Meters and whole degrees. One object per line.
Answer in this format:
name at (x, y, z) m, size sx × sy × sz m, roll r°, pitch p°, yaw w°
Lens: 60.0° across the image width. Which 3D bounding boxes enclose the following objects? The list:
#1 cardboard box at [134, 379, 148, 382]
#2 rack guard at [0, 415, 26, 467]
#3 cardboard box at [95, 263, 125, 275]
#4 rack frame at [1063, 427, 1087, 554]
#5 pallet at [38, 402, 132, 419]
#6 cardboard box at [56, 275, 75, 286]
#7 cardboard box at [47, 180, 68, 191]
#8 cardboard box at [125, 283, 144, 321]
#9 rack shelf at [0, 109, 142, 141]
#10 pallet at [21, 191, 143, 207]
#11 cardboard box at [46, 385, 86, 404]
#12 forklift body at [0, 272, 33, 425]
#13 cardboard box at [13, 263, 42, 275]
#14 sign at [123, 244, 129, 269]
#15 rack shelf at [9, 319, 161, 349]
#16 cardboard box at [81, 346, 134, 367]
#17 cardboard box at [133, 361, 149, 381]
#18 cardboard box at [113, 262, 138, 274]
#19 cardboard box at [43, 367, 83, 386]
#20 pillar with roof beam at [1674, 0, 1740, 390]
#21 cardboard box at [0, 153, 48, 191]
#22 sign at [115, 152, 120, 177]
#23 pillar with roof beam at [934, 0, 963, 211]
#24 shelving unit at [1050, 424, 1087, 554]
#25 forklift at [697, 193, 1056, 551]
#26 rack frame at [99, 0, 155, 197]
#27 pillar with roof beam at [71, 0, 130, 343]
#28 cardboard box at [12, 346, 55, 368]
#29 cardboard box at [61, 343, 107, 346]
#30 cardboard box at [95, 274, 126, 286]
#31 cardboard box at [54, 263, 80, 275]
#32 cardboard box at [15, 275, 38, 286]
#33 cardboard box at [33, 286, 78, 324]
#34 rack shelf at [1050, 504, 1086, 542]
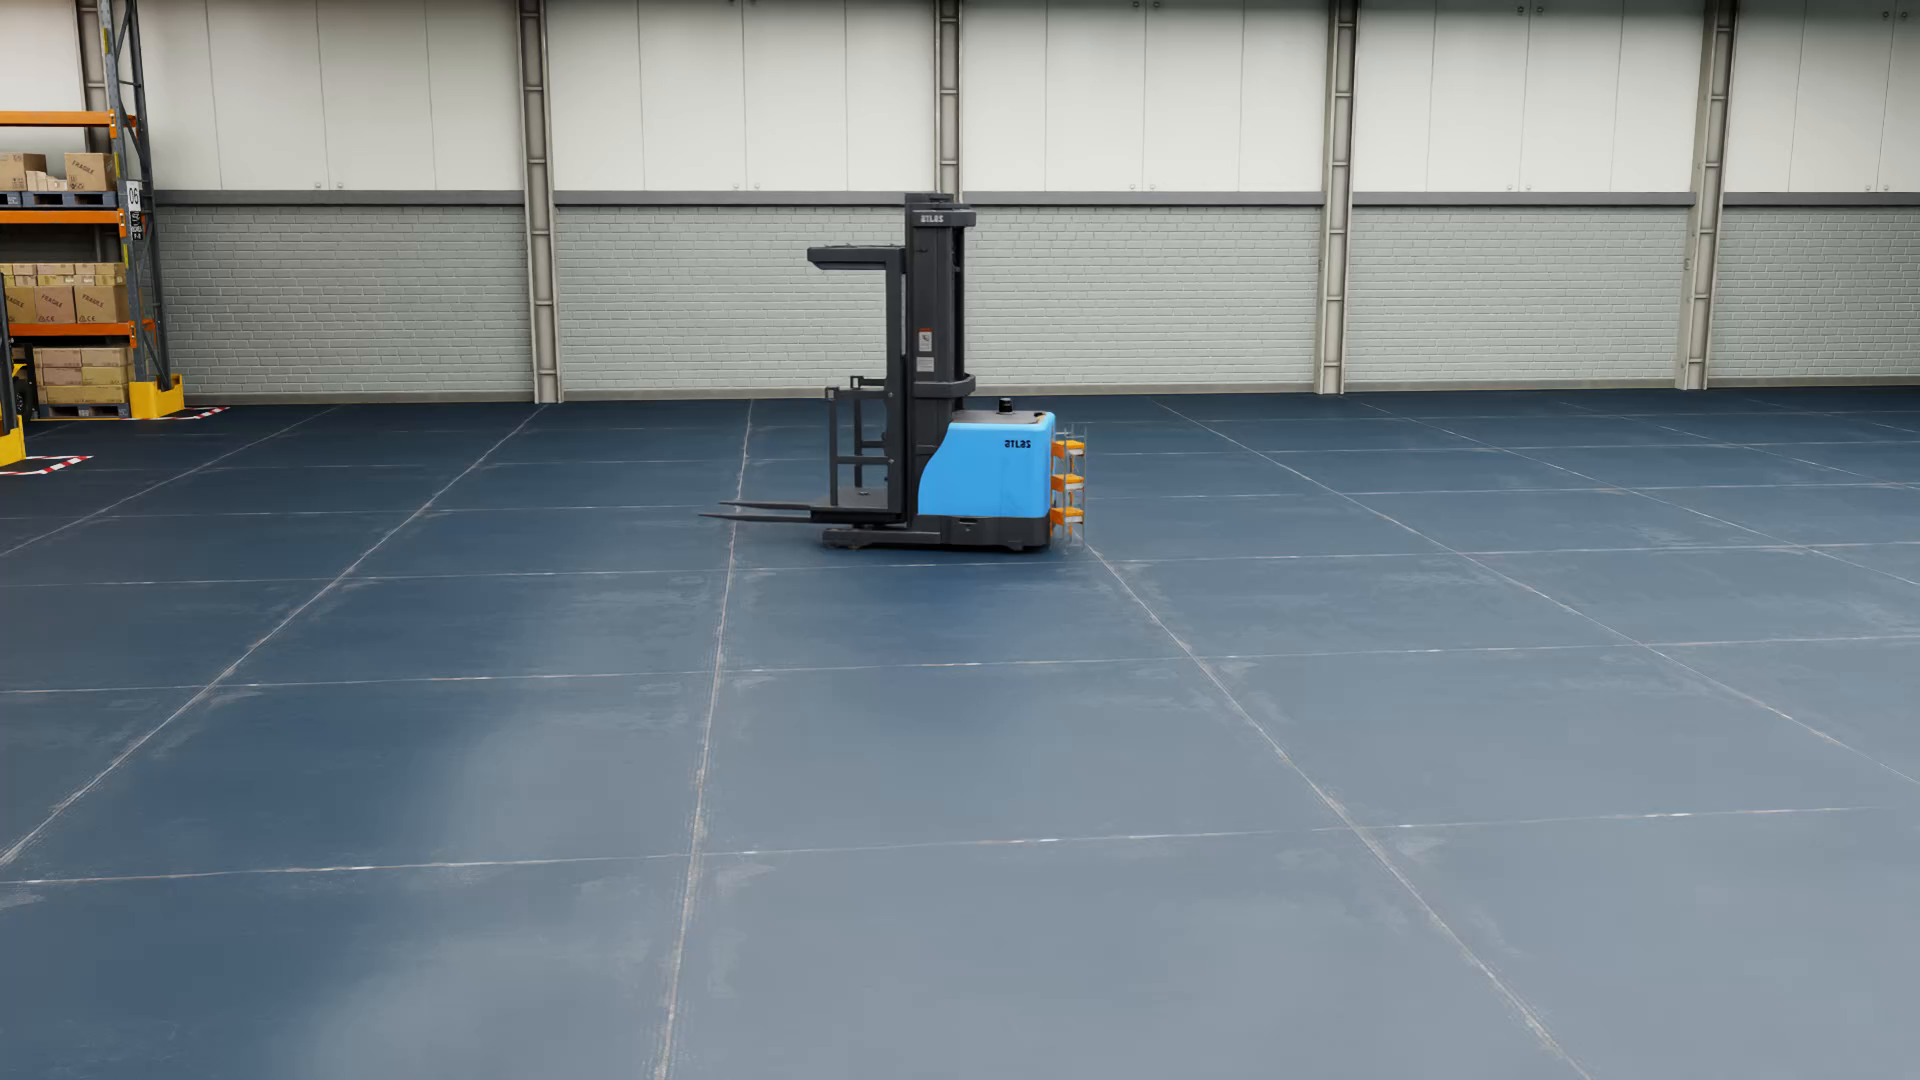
cardboard box at (-11.823, -2.137, 23.501) m, size 0.500 × 0.250 × 0.500 m, roll -1°, pitch 11°, yaw -6°
rack guard at (-10.850, -1.073, 18.529) m, size 0.348 × 0.500 × 1.175 m, roll -1°, pitch 11°, yaw -6°
cardboard box at (-11.647, -3.718, 22.793) m, size 0.250 × 0.149 × 0.380 m, roll -1°, pitch 11°, yaw -6°
rack frame at (0.945, -0.404, 13.702) m, size 0.200 × 1.050 × 0.008 m, roll -5°, pitch 12°, yaw -22°
pallet at (-12.070, -1.861, 23.285) m, size 1.213 × 0.211 × 1.003 m, roll -1°, pitch 11°, yaw -6°
cardboard box at (-12.144, -3.555, 22.732) m, size 0.250 × 0.149 × 0.380 m, roll -1°, pitch 11°, yaw -5°
cardboard box at (-12.105, -4.781, 22.439) m, size 0.250 × 0.149 × 0.380 m, roll -2°, pitch 11°, yaw -8°
cardboard box at (-11.836, -3.345, 23.347) m, size 0.500 × 0.500 × 0.500 m, roll -1°, pitch 11°, yaw -4°
rack shelf at (-13.302, -5.606, 22.455) m, size 4.000 × 0.370 × 1.077 m, roll -1°, pitch 11°, yaw -6°
pallet at (-12.020, -4.672, 22.807) m, size 1.213 × 0.211 × 1.003 m, roll -1°, pitch 11°, yaw -6°
cardboard box at (-12.242, -2.031, 22.961) m, size 0.500 × 0.250 × 0.500 m, roll -1°, pitch 11°, yaw -6°
forklift body at (-13.002, -2.447, 21.239) m, size 1.214 × 2.155 × 2.313 m, roll -1°, pitch 11°, yaw -6°
cardboard box at (-12.649, -3.679, 22.593) m, size 0.250 × 0.149 × 0.380 m, roll -1°, pitch 11°, yaw -5°
sign at (-11.269, -3.833, 22.473) m, size 0.005 × 0.325 × 0.100 m, roll -1°, pitch 11°, yaw -6°
rack shelf at (-13.302, -2.858, 22.995) m, size 4.000 × 0.370 × 1.077 m, roll -1°, pitch 11°, yaw -6°
cardboard box at (-11.738, -2.531, 22.913) m, size 0.500 × 0.250 × 0.500 m, roll -1°, pitch 11°, yaw -4°
cardboard box at (-11.804, -2.385, 23.467) m, size 0.500 × 0.250 × 0.500 m, roll -1°, pitch 11°, yaw -5°
cardboard box at (-11.671, -3.800, 23.210) m, size 0.250 × 0.149 × 0.380 m, roll -1°, pitch 11°, yaw -7°
cardboard box at (-12.264, -2.277, 22.915) m, size 0.500 × 0.250 × 0.500 m, roll -1°, pitch 11°, yaw -7°
pillar with roof beam at (12.221, -6.029, 21.708) m, size 0.400 × 9.000 × 9.100 m, roll -1°, pitch 11°, yaw -6°
cardboard box at (-12.757, -4.971, 22.493) m, size 0.500 × 0.500 × 0.700 m, roll -1°, pitch 11°, yaw -6°
sign at (-11.269, -5.016, 22.240) m, size 0.005 × 0.325 × 0.100 m, roll -1°, pitch 11°, yaw -6°
pillar with roof beam at (0.291, -5.779, 20.437) m, size 0.400 × 9.000 × 9.100 m, roll -1°, pitch 11°, yaw -6°
shelving unit at (0.898, -0.426, 13.812) m, size 0.215 × 1.050 × 0.252 m, roll -5°, pitch 12°, yaw -22°
forklift at (-0.720, -1.457, 14.183) m, size 3.031 × 2.935 × 1.130 m, roll 2°, pitch 11°, yaw 8°
rack frame at (-11.314, -6.196, 22.559) m, size 0.127 × 3.000 × 1.000 m, roll -1°, pitch 11°, yaw -6°
pillar with roof beam at (-11.638, -5.529, 19.165) m, size 0.400 × 9.000 × 9.100 m, roll -1°, pitch 11°, yaw -6°
cardboard box at (-12.745, -2.507, 22.790) m, size 0.500 × 0.250 × 0.500 m, roll -1°, pitch 11°, yaw -5°
cardboard box at (-12.308, -2.615, 23.343) m, size 0.500 × 0.250 × 0.500 m, roll -1°, pitch 11°, yaw -6°
cardboard box at (-11.628, -3.559, 22.756) m, size 0.250 × 0.149 × 0.380 m, roll -1°, pitch 11°, yaw -5°
cardboard box at (-12.146, -3.696, 22.683) m, size 0.250 × 0.149 × 0.380 m, roll -1°, pitch 11°, yaw -5°
cardboard box at (-12.652, -3.537, 22.642) m, size 0.250 × 0.149 × 0.380 m, roll -2°, pitch 11°, yaw -8°
cardboard box at (-12.292, -3.232, 22.774) m, size 0.500 × 0.500 × 0.500 m, roll -1°, pitch 11°, yaw -4°
rack shelf at (0.898, -0.143, 13.868) m, size 0.215 × 0.259 × 0.240 m, roll -5°, pitch 12°, yaw -22°
